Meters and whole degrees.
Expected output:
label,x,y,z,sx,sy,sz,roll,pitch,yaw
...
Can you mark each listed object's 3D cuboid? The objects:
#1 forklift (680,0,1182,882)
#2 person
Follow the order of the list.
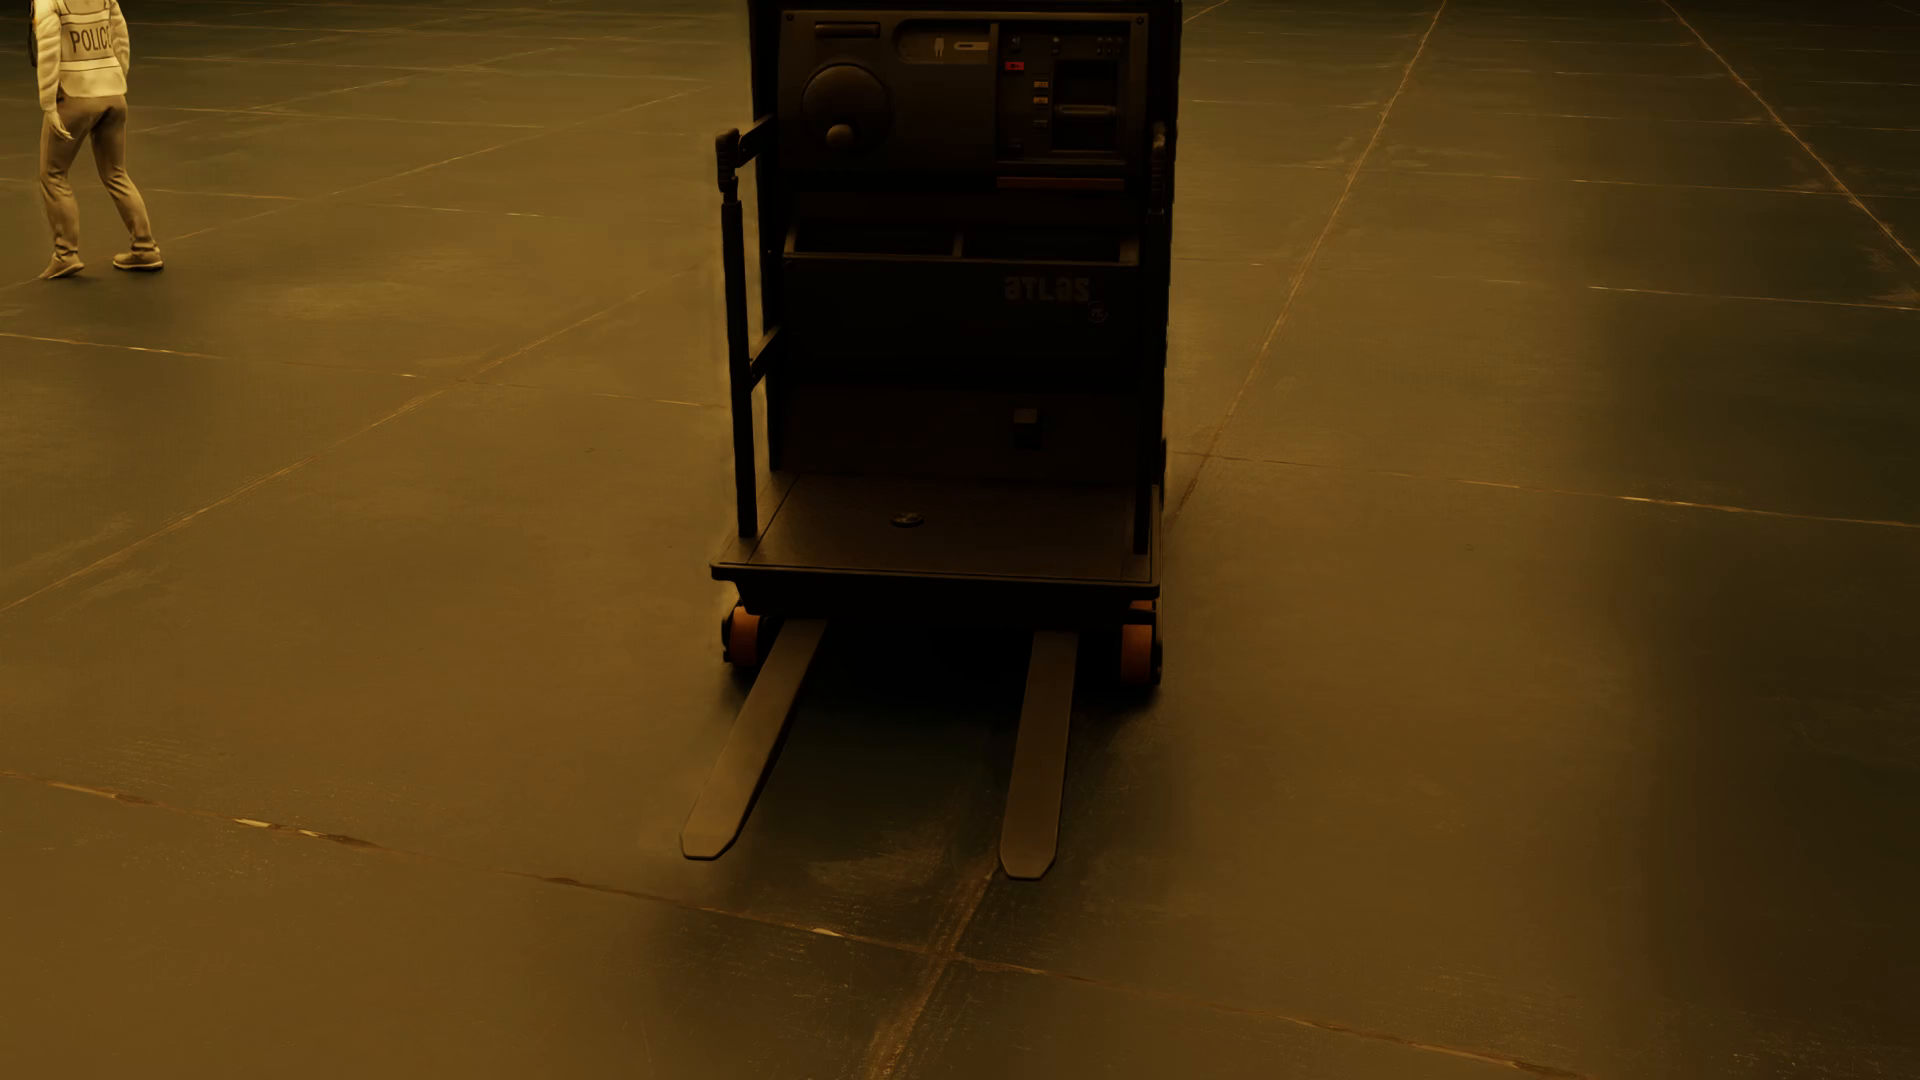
label,x,y,z,sx,sy,sz,roll,pitch,yaw
forklift,-0.017,-1.117,3.986,1.130,2.935,3.031,2,23,6
person,-4.330,-2.121,8.161,0.510,1.722,0.579,8,24,19
